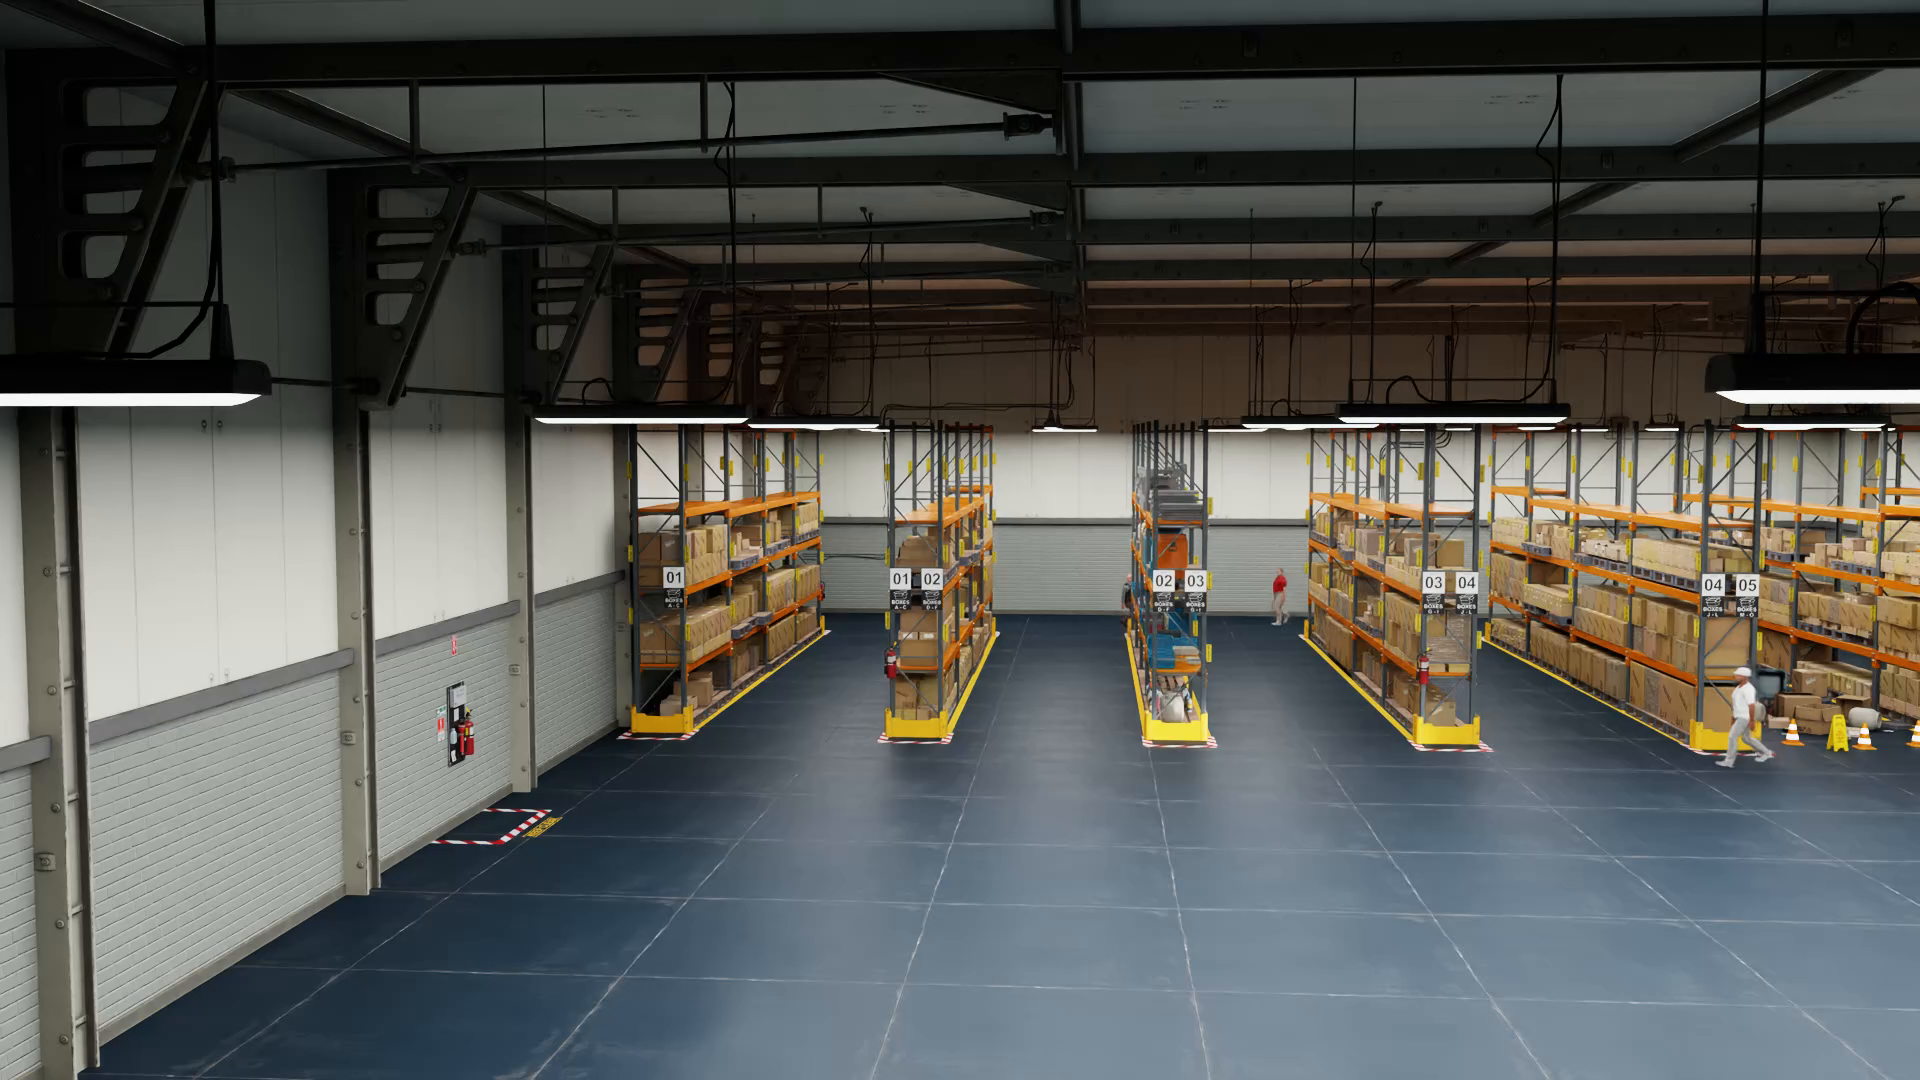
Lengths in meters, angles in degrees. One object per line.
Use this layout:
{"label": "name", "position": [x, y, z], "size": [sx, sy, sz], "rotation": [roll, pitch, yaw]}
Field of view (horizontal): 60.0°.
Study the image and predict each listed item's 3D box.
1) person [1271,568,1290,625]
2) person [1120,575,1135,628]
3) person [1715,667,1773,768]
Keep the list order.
{"label": "person", "position": [9.615, 1.691, 49.829], "size": [0.634, 1.709, 0.547], "rotation": [-1, 4, -10]}
{"label": "person", "position": [5.038, 1.820, 48.819], "size": [0.970, 1.609, 0.525], "rotation": [3, 5, 43]}
{"label": "person", "position": [13.493, 3.047, 28.567], "size": [1.019, 1.731, 0.566], "rotation": [0, 4, 5]}
